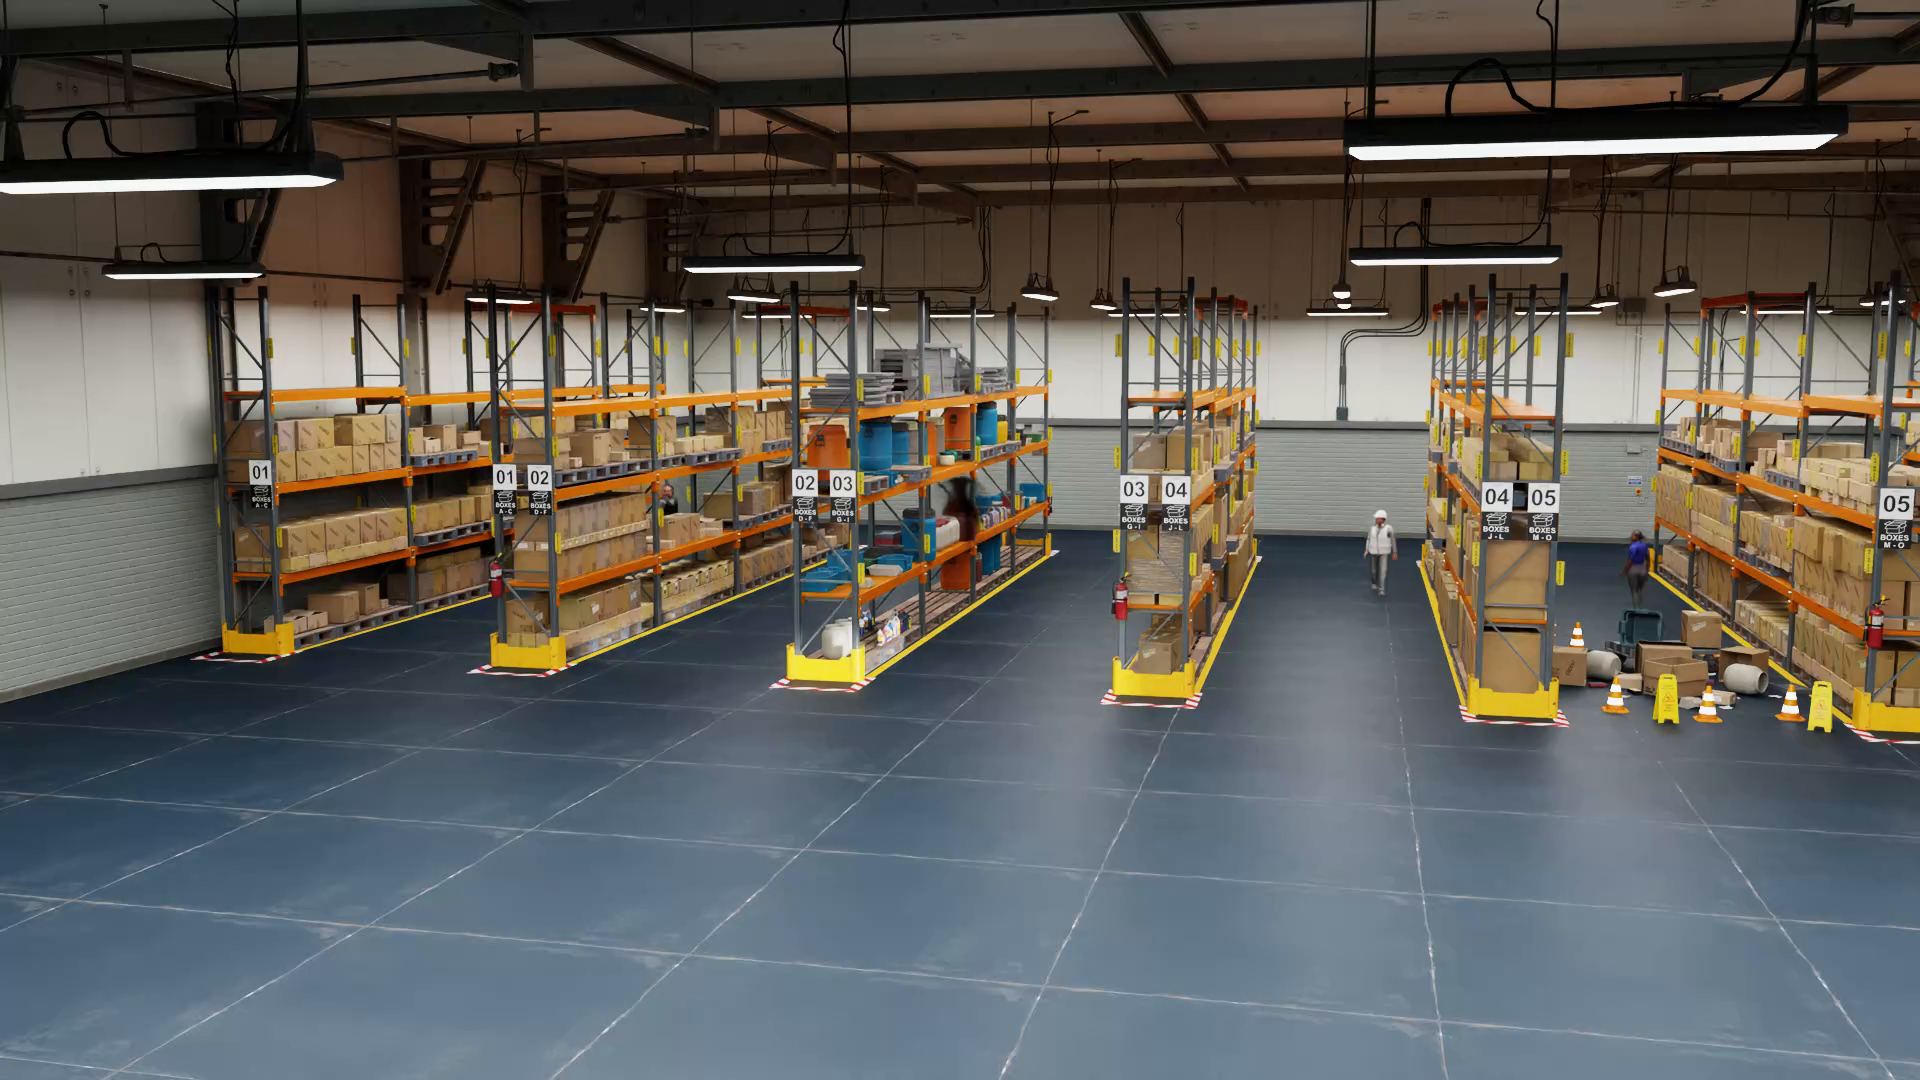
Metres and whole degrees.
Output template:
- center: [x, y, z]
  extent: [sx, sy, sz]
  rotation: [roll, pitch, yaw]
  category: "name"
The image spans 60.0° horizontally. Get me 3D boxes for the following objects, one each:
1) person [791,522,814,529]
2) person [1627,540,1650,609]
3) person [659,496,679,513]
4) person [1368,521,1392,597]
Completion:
- center: [-4.086, -0.940, 44.135]
  extent: [0.902, 1.742, 0.574]
  rotation: [6, 9, 42]
  category: "person"
- center: [12.576, 0.741, 30.873]
  extent: [0.444, 1.489, 0.659]
  rotation: [0, 7, -2]
  category: "person"
- center: [-6.934, -0.361, 39.753]
  extent: [0.354, 1.475, 0.542]
  rotation: [2, 7, 17]
  category: "person"
- center: [8.546, 0.373, 33.874]
  extent: [0.454, 1.513, 1.008]
  rotation: [2, 7, 18]
  category: "person"
